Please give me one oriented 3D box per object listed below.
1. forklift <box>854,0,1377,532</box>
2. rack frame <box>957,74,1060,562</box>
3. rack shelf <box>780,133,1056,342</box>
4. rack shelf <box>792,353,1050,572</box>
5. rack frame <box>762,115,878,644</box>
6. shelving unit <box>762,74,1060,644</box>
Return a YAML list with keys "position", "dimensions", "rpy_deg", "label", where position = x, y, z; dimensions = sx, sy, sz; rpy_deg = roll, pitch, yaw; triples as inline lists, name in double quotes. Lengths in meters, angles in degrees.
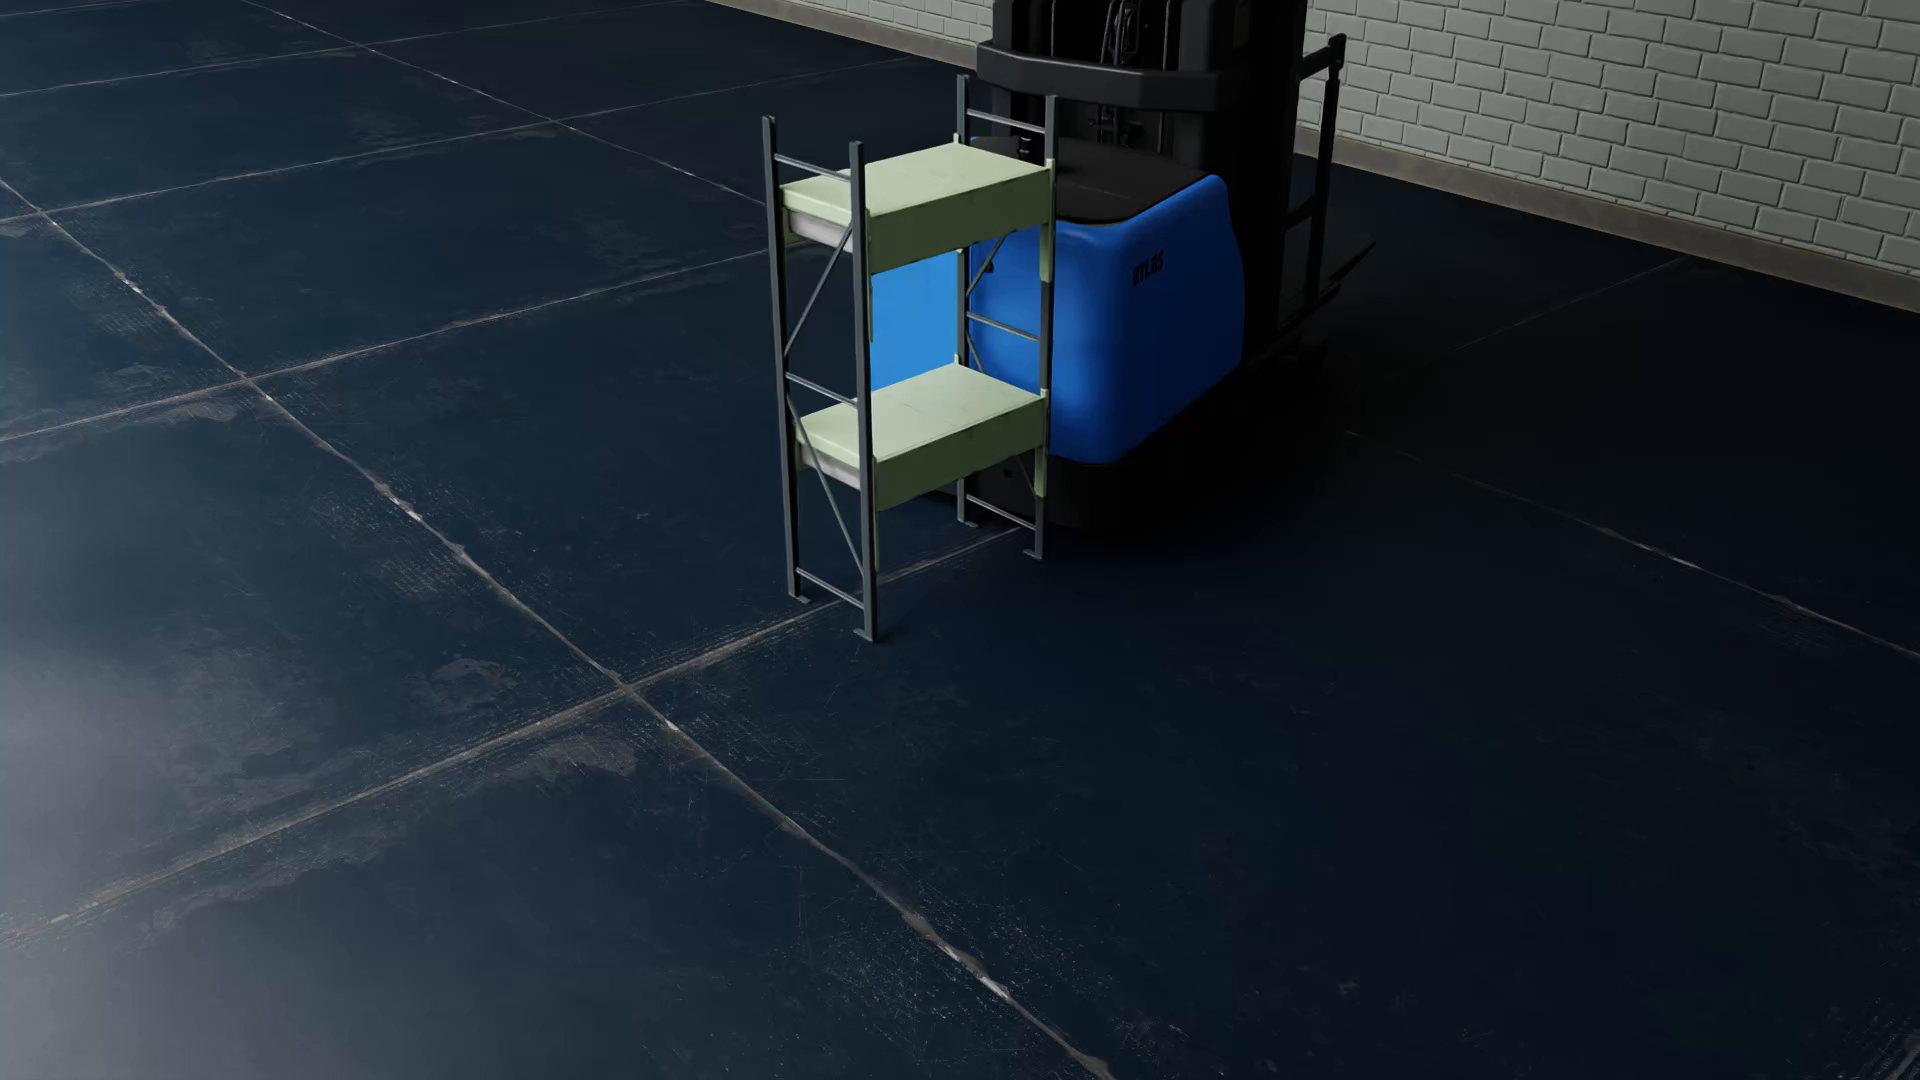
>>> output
- position: [0.836, -1.971, 6.123]
  dimensions: [1.130, 2.935, 3.031]
  rpy_deg: [16, 32, 28]
  label: "forklift"
- position: [0.137, -0.662, 5.192]
  dimensions: [0.023, 1.500, 0.400]
  rpy_deg: [-24, 36, -38]
  label: "rack frame"
- position: [-0.128, -0.887, 4.785]
  dimensions: [0.720, 0.370, 0.431]
  rpy_deg: [-24, 36, -38]
  label: "rack shelf"
- position: [-0.128, -0.255, 5.123]
  dimensions: [0.720, 0.370, 0.431]
  rpy_deg: [-24, 36, -38]
  label: "rack shelf"
- position: [-0.392, -0.423, 4.746]
  dimensions: [0.023, 1.500, 0.400]
  rpy_deg: [-24, 36, -38]
  label: "rack frame"
- position: [-0.128, -0.543, 4.969]
  dimensions: [0.755, 1.500, 0.431]
  rpy_deg: [-24, 36, -38]
  label: "shelving unit"
